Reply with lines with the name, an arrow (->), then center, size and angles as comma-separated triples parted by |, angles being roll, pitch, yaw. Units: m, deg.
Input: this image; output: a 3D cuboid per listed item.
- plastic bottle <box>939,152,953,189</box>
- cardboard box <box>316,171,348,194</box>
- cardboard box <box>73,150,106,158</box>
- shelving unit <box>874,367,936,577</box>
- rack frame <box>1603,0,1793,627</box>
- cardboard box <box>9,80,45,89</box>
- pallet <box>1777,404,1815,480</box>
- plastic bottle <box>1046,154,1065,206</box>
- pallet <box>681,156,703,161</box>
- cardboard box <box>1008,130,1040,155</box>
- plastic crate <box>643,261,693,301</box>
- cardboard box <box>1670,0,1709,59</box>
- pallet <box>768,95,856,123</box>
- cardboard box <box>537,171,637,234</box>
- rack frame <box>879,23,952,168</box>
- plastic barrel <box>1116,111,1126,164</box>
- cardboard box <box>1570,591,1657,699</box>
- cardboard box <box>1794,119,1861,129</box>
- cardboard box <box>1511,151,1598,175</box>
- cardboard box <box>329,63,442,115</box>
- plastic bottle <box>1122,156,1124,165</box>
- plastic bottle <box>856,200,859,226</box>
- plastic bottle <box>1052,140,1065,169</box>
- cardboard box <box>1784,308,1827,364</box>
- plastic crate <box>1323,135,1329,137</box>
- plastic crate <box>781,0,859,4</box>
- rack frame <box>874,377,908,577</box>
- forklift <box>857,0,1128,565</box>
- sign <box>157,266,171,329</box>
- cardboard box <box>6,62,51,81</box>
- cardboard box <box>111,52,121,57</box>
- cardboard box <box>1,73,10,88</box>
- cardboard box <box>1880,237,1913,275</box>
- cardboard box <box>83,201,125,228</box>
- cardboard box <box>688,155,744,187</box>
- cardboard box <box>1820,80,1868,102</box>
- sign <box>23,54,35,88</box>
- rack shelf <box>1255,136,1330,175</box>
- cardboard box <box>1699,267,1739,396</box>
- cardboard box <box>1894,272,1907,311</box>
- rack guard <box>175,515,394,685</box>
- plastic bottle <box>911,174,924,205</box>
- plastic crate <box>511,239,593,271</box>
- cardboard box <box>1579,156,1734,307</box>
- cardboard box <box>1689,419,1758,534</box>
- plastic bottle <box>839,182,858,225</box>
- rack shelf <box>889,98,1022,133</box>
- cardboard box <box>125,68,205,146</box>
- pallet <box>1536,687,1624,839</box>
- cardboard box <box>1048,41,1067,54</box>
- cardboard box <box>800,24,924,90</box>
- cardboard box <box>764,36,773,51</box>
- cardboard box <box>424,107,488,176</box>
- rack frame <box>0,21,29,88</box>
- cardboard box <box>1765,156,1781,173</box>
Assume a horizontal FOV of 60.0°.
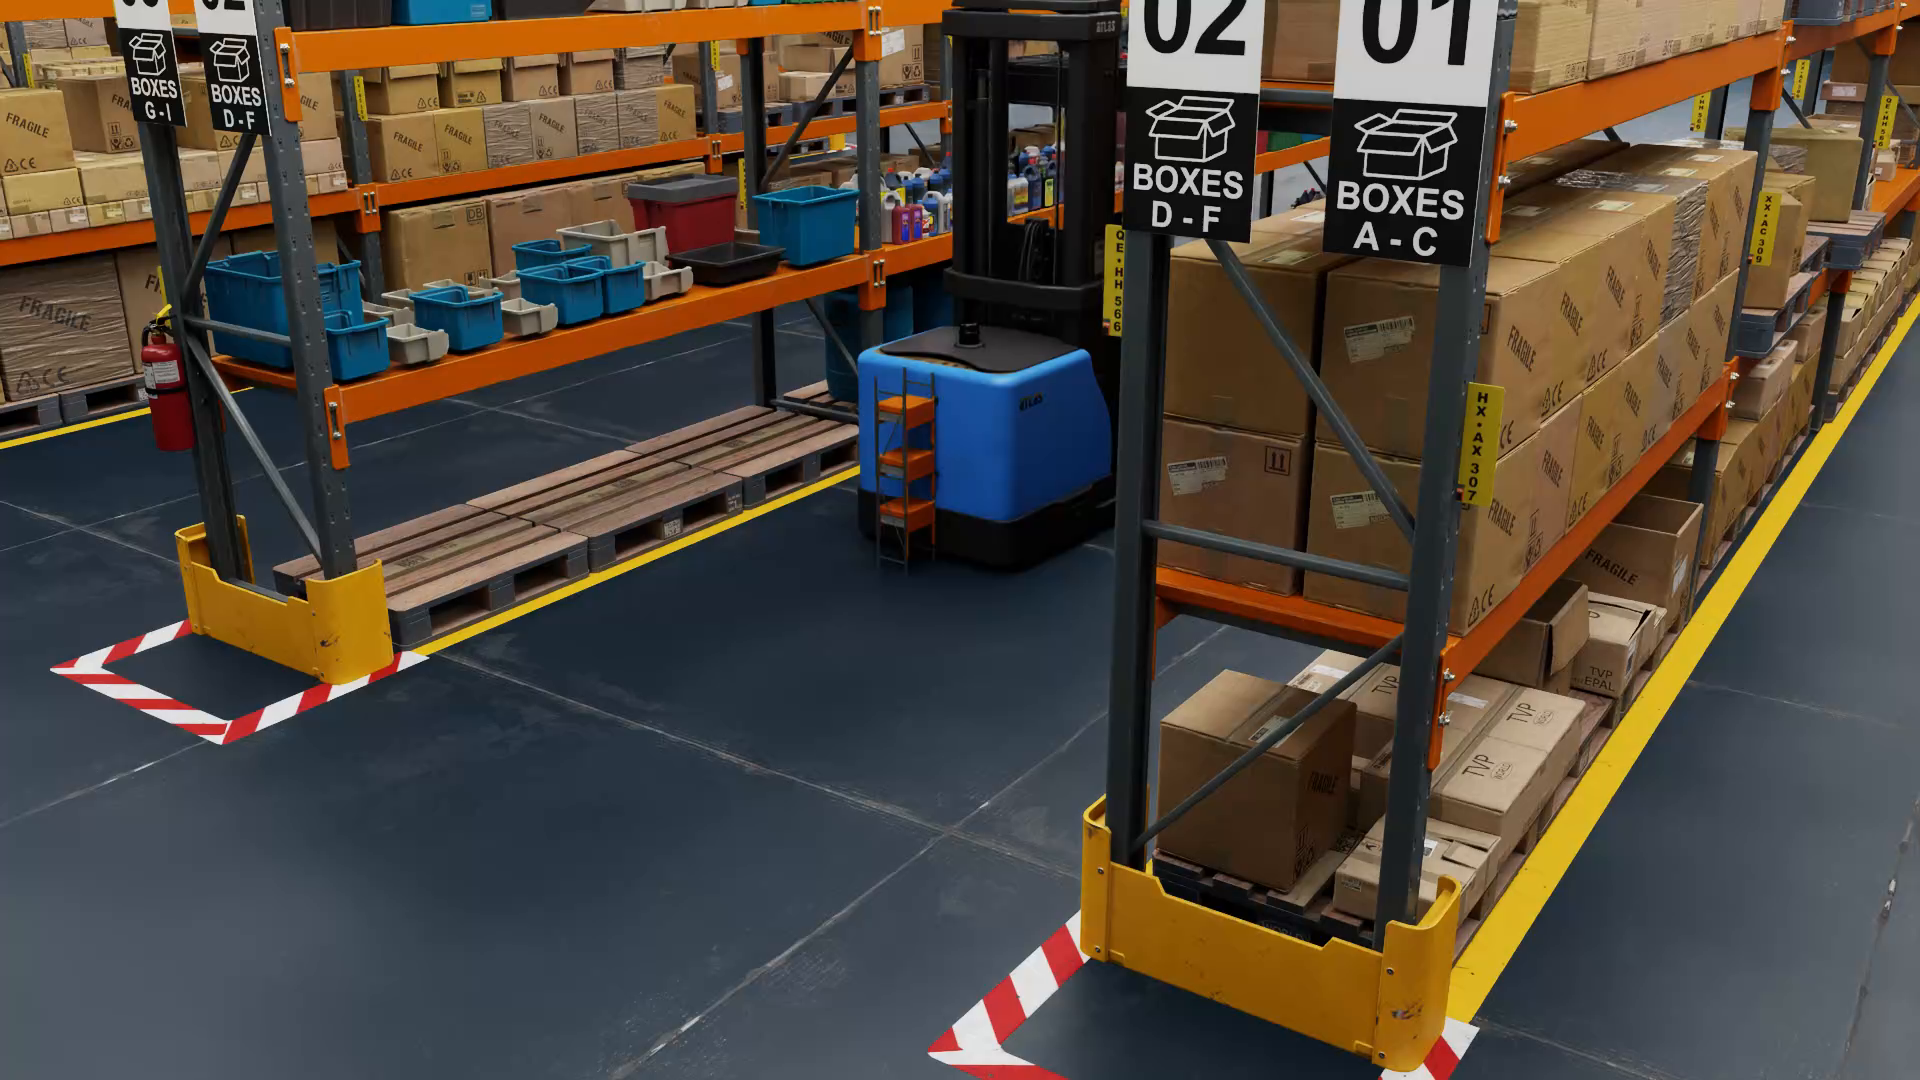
plastic bottle -> -0.068, -2.684, 12.269 | 0.144, 0.351, 0.185 | 13, 24, 32
cardboard box -> -4.930, -2.761, 12.766 | 0.380, 0.149, 0.250 | 13, 24, 32
cardboard box -> -6.364, -2.584, 11.714 | 0.500, 0.250, 0.500 | 13, 24, 32
shelving unit -> -0.286, -0.355, 8.710 | 0.215, 1.050, 0.252 | 14, 25, 33
rack frame -> 3.162, -1.097, 7.906 | 1.000, 3.000, 0.127 | 13, 24, 32
cardboard box -> -9.014, -4.397, 16.157 | 0.380, 0.149, 0.250 | 14, 25, 33
pallet -> 4.959, -0.730, 10.933 | 1.003, 0.211, 1.213 | 13, 24, 32
plastic bottle -> 0.675, -2.624, 12.105 | 0.144, 0.351, 0.185 | 13, 24, 32
pallet -> -4.085, -5.216, 23.063 | 1.003, 0.211, 1.213 | 13, 24, 32
cardboard box -> 0.676, -4.967, 21.368 | 0.500, 0.500, 0.500 | 16, 26, 37
plastic crate -> -1.663, -1.410, 9.047 | 0.293, 0.136, 0.466 | 13, 24, 32
cardboard box -> 2.259, -1.813, 5.734 | 0.500, 0.250, 0.500 | 13, 24, 32
pallet -> -1.702, -4.663, 17.825 | 1.003, 0.211, 1.213 | 13, 24, 32
cardboard box -> -3.693, -2.930, 15.319 | 1.225, 0.875, 0.875 | 13, 24, 32
rack frame -> -0.532, -5.325, 19.337 | 1.000, 3.000, 0.127 | 13, 24, 32
plastic barrel -> 1.326, -3.468, 14.119 | 0.600, 0.536, 0.708 | 13, 24, 32
cardboard box -> 2.654, 0.392, 7.123 | 0.500, 0.311, 0.500 | 13, 24, 32
cardboard box -> 6.636, -2.927, 12.710 | 0.500, 0.500, 0.500 | 13, 24, 32
cardboard box -> 2.374, -1.384, 7.098 | 0.500, 0.500, 0.500 | 12, 24, 30
cardboard box -> -4.677, -3.732, 13.440 | 0.797, 0.503, 0.637 | 13, 24, 30
plastic bottle -> 1.311, -2.891, 12.926 | 0.061, 0.283, 0.133 | 13, 24, 32
plastic bottle -> -0.660, -2.233, 11.263 | 0.097, 0.201, 0.097 | 0, 20, 0
plastic bottle -> 0.805, -3.092, 13.480 | 0.152, 0.276, 0.135 | 13, 24, 32
cardboard box -> 5.050, -1.299, 10.341 | 0.500, 0.250, 0.500 | 14, 25, 34
plastic crate -> 3.545, -4.191, 16.178 | 0.402, 0.464, 0.583 | 13, 24, 32
plastic crate -> -0.921, -3.191, 9.549 | 0.450, 0.188, 0.662 | 13, 24, 32
rack frame -> -0.357, -0.320, 8.617 | 0.200, 1.050, 0.008 | 14, 25, 33
forklift -> 0.704, -1.693, 9.616 | 1.130, 2.935, 3.031 | 14, 25, 33
sign -> -3.645, -1.095, 7.667 | 0.100, 0.325, 0.005 | 13, 24, 32
cardboard box -> -9.010, -4.537, 16.107 | 0.380, 0.149, 0.250 | 15, 25, 34
cardboard box -> -10.987, -6.329, 21.809 | 0.380, 0.149, 0.250 | 14, 25, 34
cardboard box -> -11.617, -5.553, 20.170 | 0.500, 0.250, 0.500 | 13, 24, 31
cardboard box -> 7.668, -2.390, 13.953 | 0.500, 0.311, 0.500 | 13, 24, 32
cardboard box -> -5.942, -2.243, 11.368 | 0.380, 0.149, 0.250 | 13, 24, 30
cardboard box -> -2.429, -3.761, 16.997 | 0.500, 0.250, 0.500 | 14, 25, 34
cardboard box -> 7.635, -3.863, 14.306 | 0.380, 0.149, 0.250 | 13, 24, 32
sign -> -8.621, -4.328, 15.395 | 0.100, 0.325, 0.005 | 13, 24, 32
rack shelf -> 2.440, -3.448, 15.299 | 1.077, 0.370, 4.000 | 13, 24, 32
cardboard box -> 3.093, -0.950, 7.366 | 0.500, 0.500, 0.500 | 14, 24, 33
cardboard box -> 7.665, -2.124, 14.041 | 0.500, 0.250, 0.500 | 13, 24, 31
rack guard -> -3.184, 0.266, 7.826 | 1.175, 0.500, 0.348 | 13, 24, 32
plastic bottle -> -0.300, -2.449, 11.747 | 0.097, 0.271, 0.097 | 0, 20, 0
plastic crate -> -2.239, -1.505, 9.165 | 0.416, 0.233, 0.300 | 13, 24, 32
cardboard box -> 2.806, -1.269, 6.788 | 0.500, 0.500, 0.500 | 13, 24, 31
cardboard box -> 3.926, -0.377, 8.930 | 0.500, 0.500, 0.500 | 14, 24, 33
plastic bottle -> -0.773, -2.287, 11.302 | 0.152, 0.276, 0.135 | 13, 24, 32
rack shelf -> 0.592, -5.562, 21.014 | 1.077, 0.370, 4.000 | 13, 24, 32
cardboard box -> -5.793, -3.223, 12.362 | 0.500, 0.500, 0.500 | 13, 24, 32
pallet -> 2.090, 0.760, 6.908 | 1.003, 0.211, 1.213 | 13, 24, 32
cardboard box -> 0.886, -6.205, 21.143 | 0.875, 0.500, 0.500 | 13, 24, 32
cardboard box -> -1.094, -5.603, 18.618 | 1.000, 1.000, 1.000 | 13, 24, 32
cardboard box -> -3.210, -7.126, 23.990 | 0.875, 0.550, 0.550 | 13, 24, 32
cardboard box -> -4.282, -3.304, 13.730 | 0.500, 0.500, 0.500 | 13, 24, 32
rack frame -> -9.074, -4.026, 15.825 | 1.000, 3.000, 0.127 | 13, 24, 32
cardboard box -> 4.104, -1.860, 9.219 | 0.700, 0.500, 0.500 | 7, 21, 18
